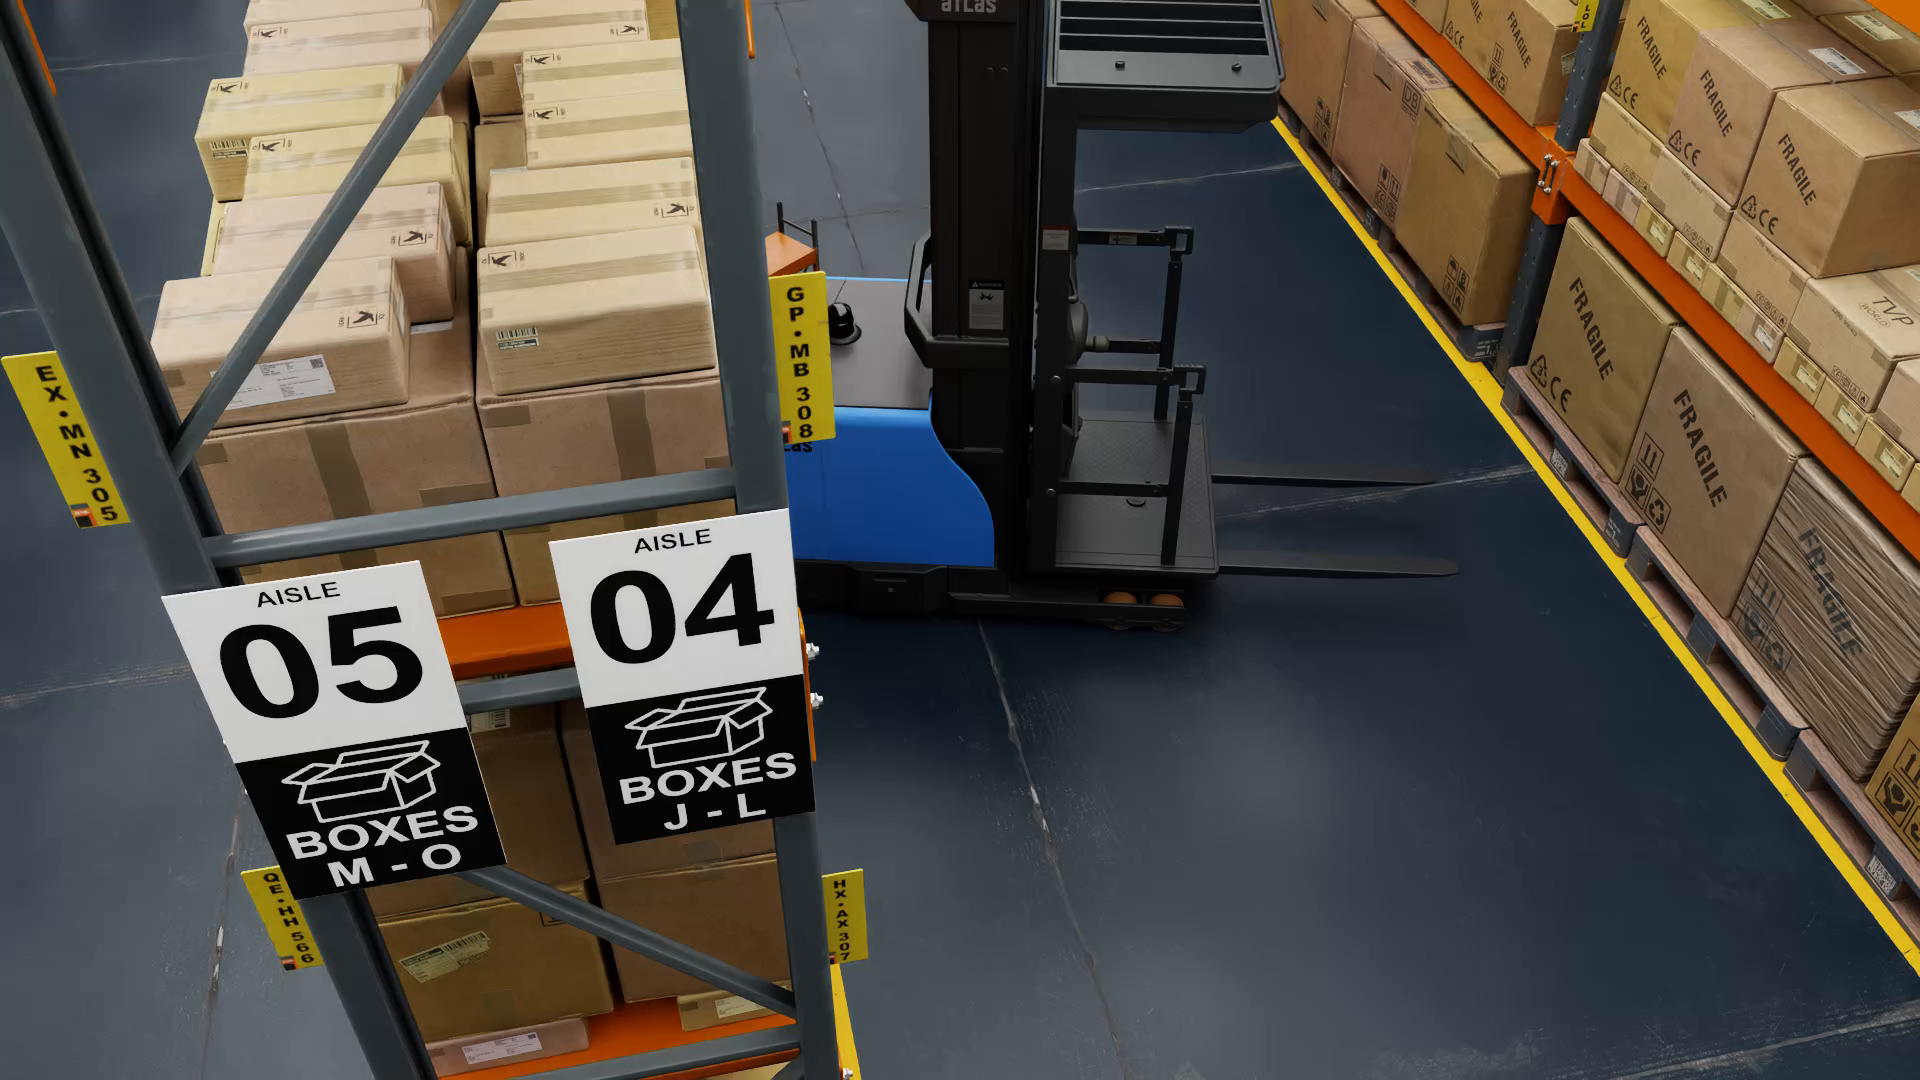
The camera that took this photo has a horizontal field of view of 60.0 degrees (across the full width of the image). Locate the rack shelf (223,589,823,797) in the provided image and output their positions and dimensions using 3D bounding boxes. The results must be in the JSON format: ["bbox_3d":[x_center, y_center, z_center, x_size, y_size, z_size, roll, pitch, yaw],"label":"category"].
[{"bbox_3d":[-1.220,-0.910,4.580,1.077,0.370,4.000,-8,42,-9],"label":"rack shelf"}]

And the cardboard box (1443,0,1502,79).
[{"bbox_3d":[2.746,-2.622,8.151,0.500,0.500,0.500,-7,42,-8],"label":"cardboard box"}]

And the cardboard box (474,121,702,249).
[{"bbox_3d":[-0.742,-0.674,3.508,0.500,0.250,0.500,-9,42,-10],"label":"cardboard box"}]

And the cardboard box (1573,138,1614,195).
[{"bbox_3d":[2.953,-1.666,7.338,0.380,0.149,0.250,-8,42,-9],"label":"cardboard box"}]

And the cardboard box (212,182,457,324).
[{"bbox_3d":[-1.125,-0.507,3.020,0.380,0.149,0.250,-8,42,-9],"label":"cardboard box"}]

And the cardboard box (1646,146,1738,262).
[{"bbox_3d":[3.162,-1.389,6.726,0.500,0.250,0.500,-9,42,-9],"label":"cardboard box"}]

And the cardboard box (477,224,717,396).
[{"bbox_3d":[-0.635,-0.406,2.906,0.380,0.149,0.250,-9,42,-10],"label":"cardboard box"}]

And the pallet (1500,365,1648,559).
[{"bbox_3d":[3.301,-0.452,7.882,1.003,0.211,1.213,-8,42,-9],"label":"pallet"}]

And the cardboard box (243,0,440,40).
[{"bbox_3d":[-1.392,-1.171,3.768,0.380,0.149,0.250,-7,42,-8],"label":"cardboard box"}]

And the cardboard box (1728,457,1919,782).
[{"bbox_3d":[3.664,0.238,6.288,0.875,0.875,0.875,-8,42,-9],"label":"cardboard box"}]

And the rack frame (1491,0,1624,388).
[{"bbox_3d":[3.214,-1.999,7.524,1.000,3.000,0.127,-8,42,-9],"label":"rack frame"}]

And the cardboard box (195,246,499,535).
[{"bbox_3d":[-1.136,-0.276,3.060,0.500,0.250,0.500,-10,42,-11],"label":"cardboard box"}]

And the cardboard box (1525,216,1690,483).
[{"bbox_3d":[3.278,-0.922,7.595,0.875,0.875,0.875,-8,42,-9],"label":"cardboard box"}]

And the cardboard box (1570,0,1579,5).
[{"bbox_3d":[3.068,-2.825,7.623,0.797,0.503,0.637,-9,42,-10],"label":"cardboard box"}]

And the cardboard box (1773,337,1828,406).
[{"bbox_3d":[3.291,-0.656,6.200,0.380,0.149,0.250,-9,42,-11],"label":"cardboard box"}]

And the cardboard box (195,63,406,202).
[{"bbox_3d":[-1.323,-0.832,3.386,0.380,0.149,0.250,-8,42,-9],"label":"cardboard box"}]

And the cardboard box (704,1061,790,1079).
[{"bbox_3d":[-0.569,1.537,4.924,0.380,0.149,0.250,-10,43,-11],"label":"cardboard box"}]

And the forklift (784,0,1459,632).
[{"bbox_3d":[0.624,-1.071,6.531,3.031,2.935,1.130,2,42,3],"label":"forklift"}]

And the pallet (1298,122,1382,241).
[{"bbox_3d":[2.707,-2.238,9.894,1.003,0.211,1.213,-8,42,-9],"label":"pallet"}]

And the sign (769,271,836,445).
[{"bbox_3d":[-0.258,-0.288,2.678,0.100,0.325,0.005,-8,42,-9],"label":"sign"}]

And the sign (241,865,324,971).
[{"bbox_3d":[-1.334,0.754,3.312,0.100,0.325,0.005,-8,42,-9],"label":"sign"}]

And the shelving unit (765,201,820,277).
[{"bbox_3d":[-0.888,-0.888,7.628,0.258,1.200,0.503,31,50,30],"label":"shelving unit"}]

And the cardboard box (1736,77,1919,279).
[{"bbox_3d":[3.283,-1.331,6.095,0.500,0.500,0.500,-10,42,-11],"label":"cardboard box"}]

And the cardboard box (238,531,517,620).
[{"bbox_3d":[-1.144,-0.084,3.220,0.500,0.250,0.500,-9,42,-10],"label":"cardboard box"}]

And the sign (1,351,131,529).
[{"bbox_3d":[-1.334,-0.148,2.512,0.100,0.325,0.005,-8,42,-9],"label":"sign"}]

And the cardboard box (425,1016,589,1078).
[{"bbox_3d":[-1.134,1.162,4.152,0.380,0.149,0.250,-8,42,-9],"label":"cardboard box"}]

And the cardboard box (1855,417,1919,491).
[{"bbox_3d":[3.400,-0.326,5.829,0.380,0.149,0.250,-8,42,-9],"label":"cardboard box"}]

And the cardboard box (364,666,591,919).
[{"bbox_3d":[-1.130,0.455,3.707,0.500,0.500,0.500,-9,42,-10],"label":"cardboard box"}]

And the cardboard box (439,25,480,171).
[{"bbox_3d":[-1.355,-0.940,3.808,0.500,0.250,0.500,-8,42,-9],"label":"cardboard box"}]

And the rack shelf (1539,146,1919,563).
[{"bbox_3d":[3.645,-0.434,6.303,1.077,0.370,4.000,-8,42,-9],"label":"rack shelf"}]

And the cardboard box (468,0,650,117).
[{"bbox_3d":[-0.871,-1.069,3.653,0.380,0.149,0.250,-7,42,-8],"label":"cardboard box"}]

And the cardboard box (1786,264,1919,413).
[{"bbox_3d":[3.378,-0.733,5.987,0.500,0.250,0.500,-8,42,-9],"label":"cardboard box"}]

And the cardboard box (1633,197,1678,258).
[{"bbox_3d":[3.067,-1.325,6.954,0.380,0.149,0.250,-7,42,-8],"label":"cardboard box"}]

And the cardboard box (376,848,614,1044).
[{"bbox_3d":[-1.136,0.836,4.031,0.500,0.500,0.500,-8,42,-8],"label":"cardboard box"}]

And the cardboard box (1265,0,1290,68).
[{"bbox_3d":[2.479,-3.504,10.504,1.225,0.875,0.875,-10,43,-11],"label":"cardboard box"}]

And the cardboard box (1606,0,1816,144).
[{"bbox_3d":[3.067,-1.988,6.835,0.500,0.500,0.500,-8,42,-9],"label":"cardboard box"}]

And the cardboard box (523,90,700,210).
[{"bbox_3d":[-0.660,-0.760,3.305,0.380,0.149,0.250,-8,42,-9],"label":"cardboard box"}]

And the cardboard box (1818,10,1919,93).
[{"bbox_3d":[3.678,-1.750,6.567,0.500,0.500,0.500,-8,42,-9],"label":"cardboard box"}]

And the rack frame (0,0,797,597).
[{"bbox_3d":[-0.788,-1.005,1.885,1.000,3.000,0.127,-8,42,-9],"label":"rack frame"}]

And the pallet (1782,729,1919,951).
[{"bbox_3d":[3.828,1.129,6.100,1.003,0.211,1.213,-8,42,-9],"label":"pallet"}]

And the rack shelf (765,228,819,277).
[{"bbox_3d":[-0.888,-1.182,7.367,0.258,0.148,0.480,31,50,30],"label":"rack shelf"}]

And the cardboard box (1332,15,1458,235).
[{"bbox_3d":[2.862,-2.353,9.207,1.225,0.875,0.875,-10,43,-11],"label":"cardboard box"}]

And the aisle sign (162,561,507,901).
[{"bbox_3d":[-1.065,0.357,2.912,0.394,0.787,0.004,-8,42,-9],"label":"aisle sign"}]

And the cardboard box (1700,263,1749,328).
[{"bbox_3d":[3.181,-0.989,6.575,0.380,0.149,0.250,-9,42,-10],"label":"cardboard box"}]

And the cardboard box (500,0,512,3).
[{"bbox_3d":[-0.942,-1.417,4.045,0.380,0.149,0.250,-7,42,-8],"label":"cardboard box"}]
